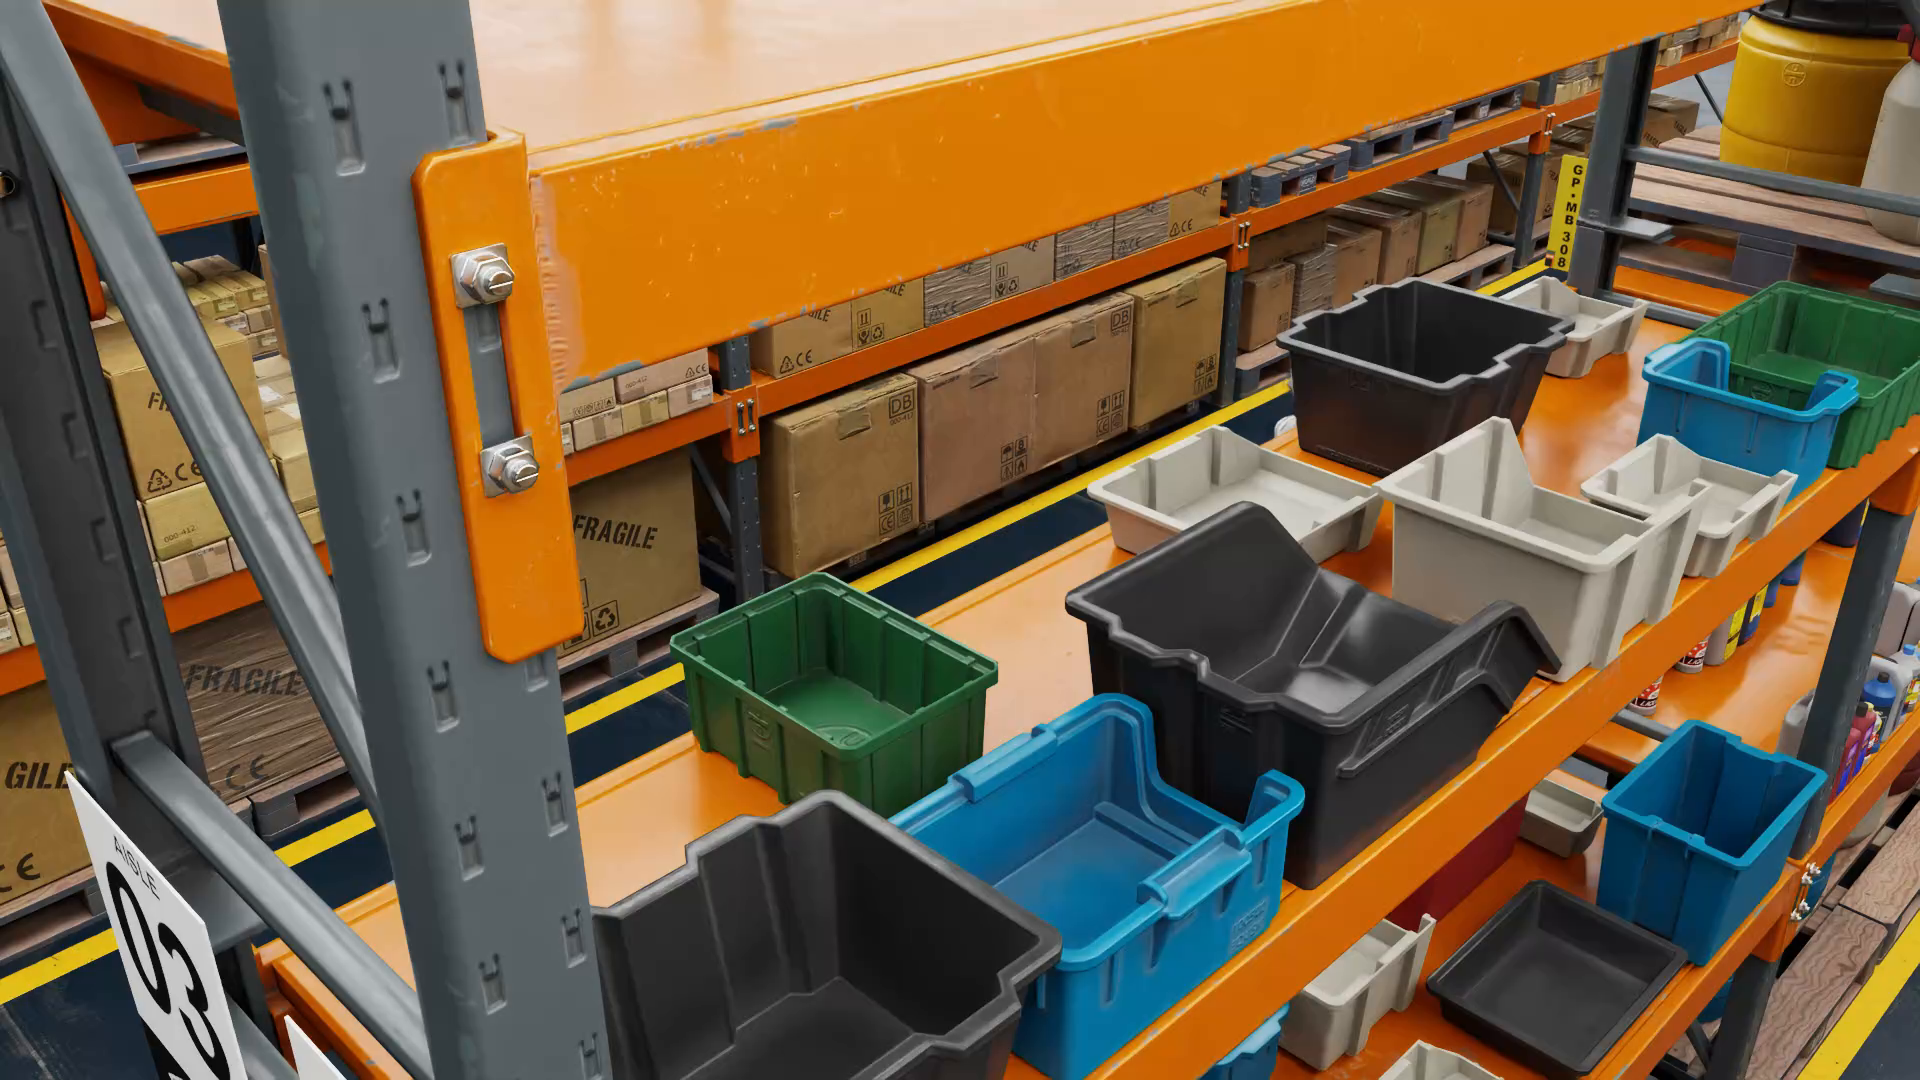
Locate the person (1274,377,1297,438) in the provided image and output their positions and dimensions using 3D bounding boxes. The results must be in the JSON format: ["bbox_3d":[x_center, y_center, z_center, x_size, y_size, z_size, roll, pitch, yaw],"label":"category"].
[{"bbox_3d":[1.582,0.012,7.588,0.488,1.739,0.528,-16,32,-27],"label":"person"}]
